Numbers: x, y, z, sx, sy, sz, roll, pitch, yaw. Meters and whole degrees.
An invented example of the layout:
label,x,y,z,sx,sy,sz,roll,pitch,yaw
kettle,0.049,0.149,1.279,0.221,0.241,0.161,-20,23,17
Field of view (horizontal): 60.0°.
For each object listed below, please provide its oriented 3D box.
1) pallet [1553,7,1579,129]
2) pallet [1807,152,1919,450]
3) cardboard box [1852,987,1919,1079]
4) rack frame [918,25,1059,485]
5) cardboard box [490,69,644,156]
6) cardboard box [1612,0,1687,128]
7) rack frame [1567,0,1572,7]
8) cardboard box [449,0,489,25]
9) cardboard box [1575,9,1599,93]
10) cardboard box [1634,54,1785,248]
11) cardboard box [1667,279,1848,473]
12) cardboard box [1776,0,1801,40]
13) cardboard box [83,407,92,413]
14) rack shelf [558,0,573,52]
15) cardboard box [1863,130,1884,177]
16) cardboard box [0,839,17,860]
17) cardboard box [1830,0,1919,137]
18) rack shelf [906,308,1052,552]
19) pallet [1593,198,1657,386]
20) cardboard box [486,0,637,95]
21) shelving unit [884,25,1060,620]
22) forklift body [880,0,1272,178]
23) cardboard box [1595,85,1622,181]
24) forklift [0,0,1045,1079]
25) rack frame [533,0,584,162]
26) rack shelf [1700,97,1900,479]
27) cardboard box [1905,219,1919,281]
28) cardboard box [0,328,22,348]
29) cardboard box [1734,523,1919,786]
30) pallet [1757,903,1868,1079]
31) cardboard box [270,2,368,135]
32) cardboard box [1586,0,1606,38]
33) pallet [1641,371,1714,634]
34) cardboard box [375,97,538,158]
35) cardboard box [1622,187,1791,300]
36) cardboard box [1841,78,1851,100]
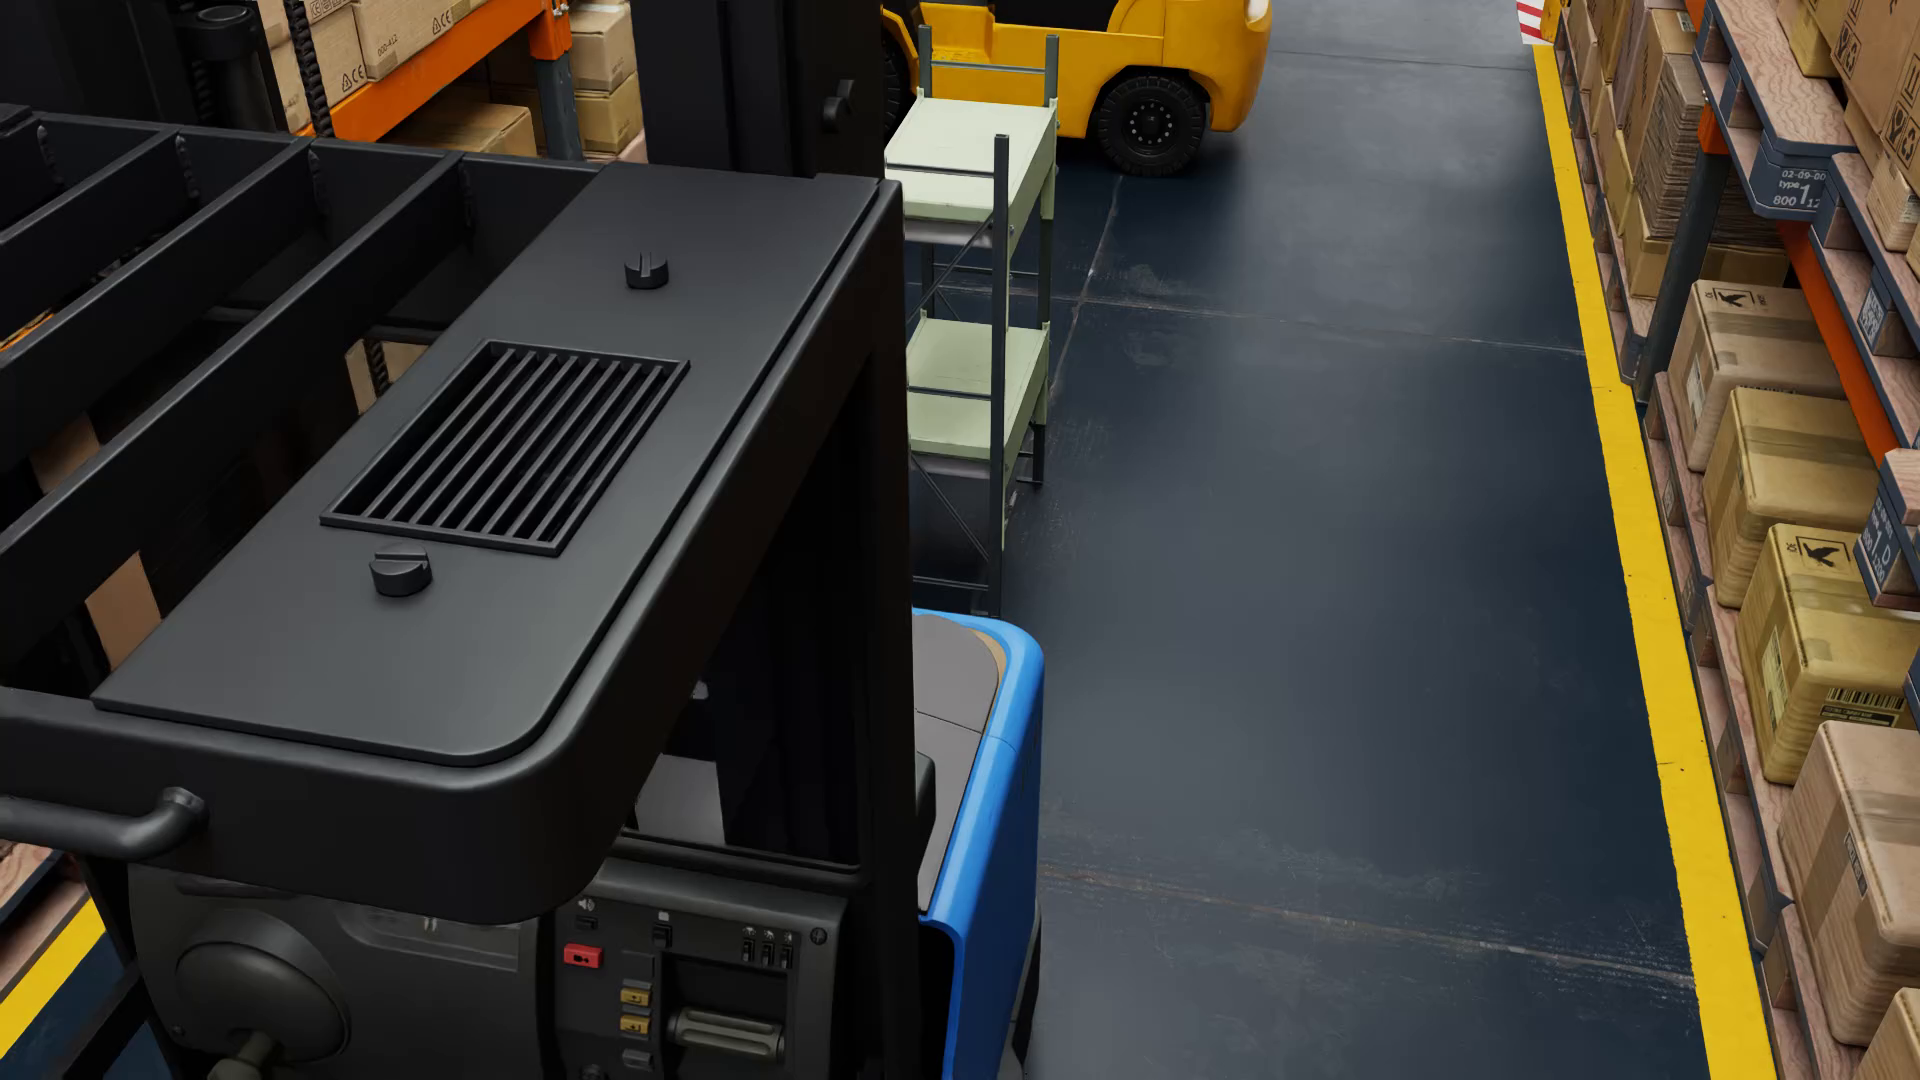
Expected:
label,x,y,z,sx,sy,sz,roll,pitch,yaw
pallet,3.535,-2.326,8.279,1.003,0.211,1.213,7,37,10
pallet,2.433,-0.435,3.458,1.003,0.211,1.213,7,37,10
cardboard box,2.181,1.198,2.922,0.950,0.372,0.625,5,36,7
rack frame,0.080,-0.821,5.105,0.400,1.500,0.023,7,37,10
cardboard box,-1.541,-1.784,6.715,0.500,0.250,0.500,7,37,10
cardboard box,2.983,-1.984,6.778,0.500,0.500,0.500,9,37,12
rack frame,3.759,-3.960,8.157,1.000,3.000,0.127,7,37,10
cardboard box,-1.798,-1.904,5.449,0.500,0.250,0.500,8,37,11
cardboard box,3.200,-2.297,7.848,0.500,0.250,0.500,9,37,12
cardboard box,2.769,-1.399,5.971,0.500,0.500,0.500,7,36,9
cardboard box,2.795,-0.471,5.226,0.950,0.372,0.625,8,37,11
cardboard box,2.478,-1.457,4.561,0.380,0.149,0.250,8,37,11
cardboard box,-2.378,-0.319,4.800,0.875,0.625,0.625,6,36,8
rack shelf,-1.518,-3.142,7.642,1.077,0.370,4.000,7,37,10
cardboard box,2.280,-0.860,3.736,0.380,0.149,0.250,8,37,10
cardboard box,-2.653,0.442,3.749,0.875,0.625,0.625,8,37,11
cardboard box,2.299,-1.196,3.647,0.500,0.500,0.500,7,37,10
rack shelf,0.001,-0.347,5.006,0.431,0.370,0.720,7,37,10
pallet,3.013,-0.927,6.349,1.003,0.211,1.213,7,37,10
cardboard box,-1.536,-1.986,6.567,0.500,0.250,0.500,7,36,9
shelving unit,0.001,-0.611,4.815,0.431,1.500,0.755,7,37,10
forklift body,0.286,-2.920,7.446,2.313,2.155,1.214,7,37,10
cardboard box,2.985,-1.693,7.015,0.500,0.250,0.500,8,37,11
forklift,-0.644,0.626,1.889,1.130,2.935,3.031,7,37,10
rack frame,-1.945,-2.286,5.849,1.000,3.000,0.127,7,37,10
rack shelf,2.477,-0.228,3.622,1.077,0.370,4.000,7,37,10
cardboard box,2.144,-0.557,3.319,0.380,0.149,0.250,6,36,8
cardboard box,-2.354,-0.444,3.434,0.500,0.250,0.500,7,36,9
cardboard box,2.498,0.340,4.106,0.950,0.372,0.625,8,37,12
pallet,2.218,1.308,3.265,1.003,0.211,1.213,7,37,10
cardboard box,-2.036,-1.334,4.663,0.500,0.250,0.500,8,37,10
cardboard box,3.204,-2.578,7.597,0.500,0.500,0.500,6,36,8
pallet,2.740,-0.091,5.195,1.003,0.211,1.213,7,37,10
cardboard box,-2.046,-1.194,6.008,0.875,0.625,0.625,9,37,12
cardboard box,2.768,-1.096,6.191,0.500,0.250,0.500,9,37,12
cardboard box,2.430,-1.143,4.128,0.380,0.149,0.250,10,37,13
